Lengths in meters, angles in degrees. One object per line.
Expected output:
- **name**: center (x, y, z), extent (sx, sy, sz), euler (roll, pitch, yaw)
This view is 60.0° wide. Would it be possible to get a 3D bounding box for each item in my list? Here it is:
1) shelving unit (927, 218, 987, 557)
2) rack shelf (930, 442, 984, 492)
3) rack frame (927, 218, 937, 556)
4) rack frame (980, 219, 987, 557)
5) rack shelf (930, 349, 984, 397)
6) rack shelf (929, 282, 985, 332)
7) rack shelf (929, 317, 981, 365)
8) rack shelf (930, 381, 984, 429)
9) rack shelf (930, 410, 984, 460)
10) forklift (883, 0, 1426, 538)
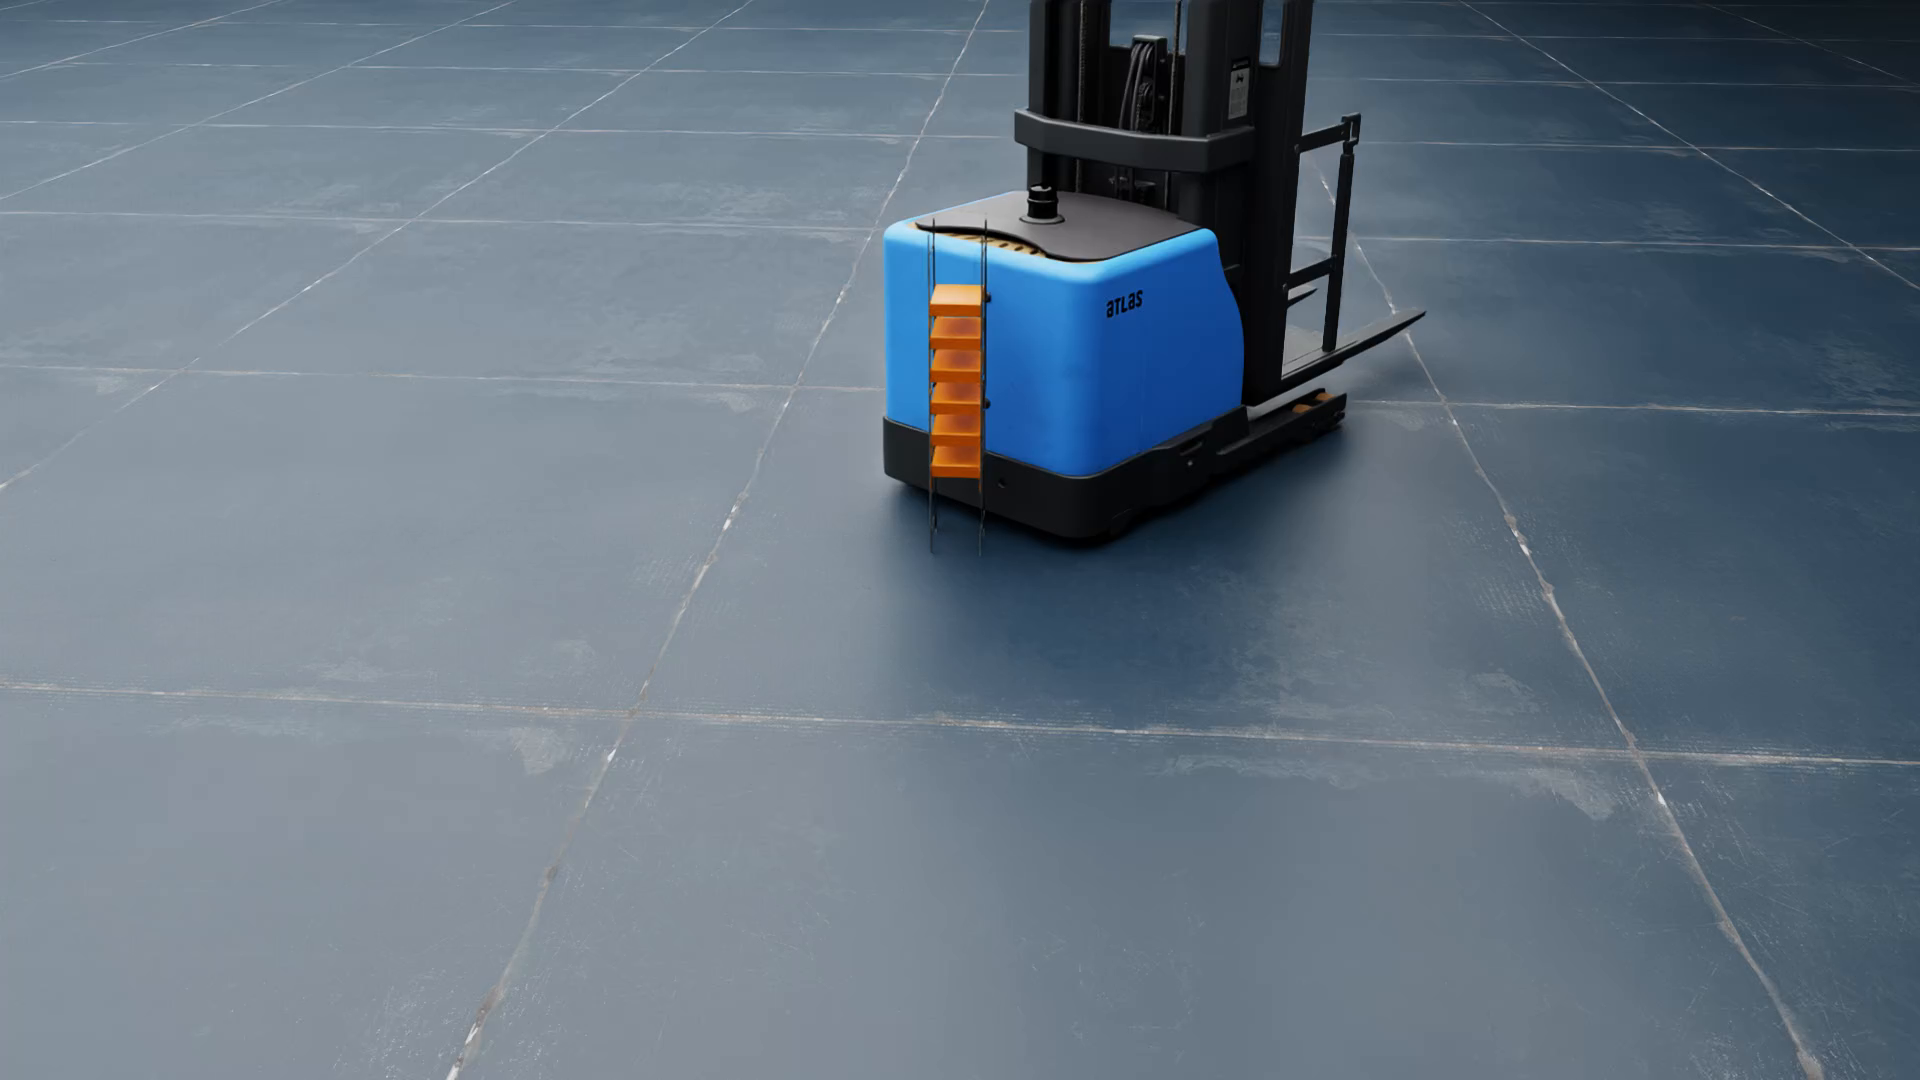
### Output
- **shelving unit**: center (-0.008, -0.534, 5.974), extent (0.189, 1.200, 0.258), euler (2, 25, 4)
- **rack shelf**: center (-0.008, -0.275, 6.093), extent (0.180, 0.103, 0.258), euler (2, 25, 4)
- **rack frame**: center (-0.099, -0.536, 5.980), extent (0.006, 1.200, 0.240), euler (2, 25, 4)
- **rack frame**: center (0.083, -0.531, 5.968), extent (0.006, 1.200, 0.240), euler (2, 25, 4)
- **rack shelf**: center (-0.008, -0.602, 5.943), extent (0.180, 0.103, 0.258), euler (2, 25, 4)
- **rack shelf**: center (-0.008, -0.820, 5.842), extent (0.180, 0.103, 0.258), euler (2, 25, 4)
- **rack shelf**: center (-0.008, -0.711, 5.892), extent (0.180, 0.103, 0.258), euler (2, 25, 4)
- **rack shelf**: center (-0.008, -0.493, 5.993), extent (0.180, 0.103, 0.258), euler (2, 25, 4)
- **rack shelf**: center (-0.008, -0.384, 6.043), extent (0.180, 0.103, 0.258), euler (2, 25, 4)
- **forklift**: center (1.043, -1.874, 6.816), extent (1.130, 2.935, 3.031), euler (20, 31, 37)
